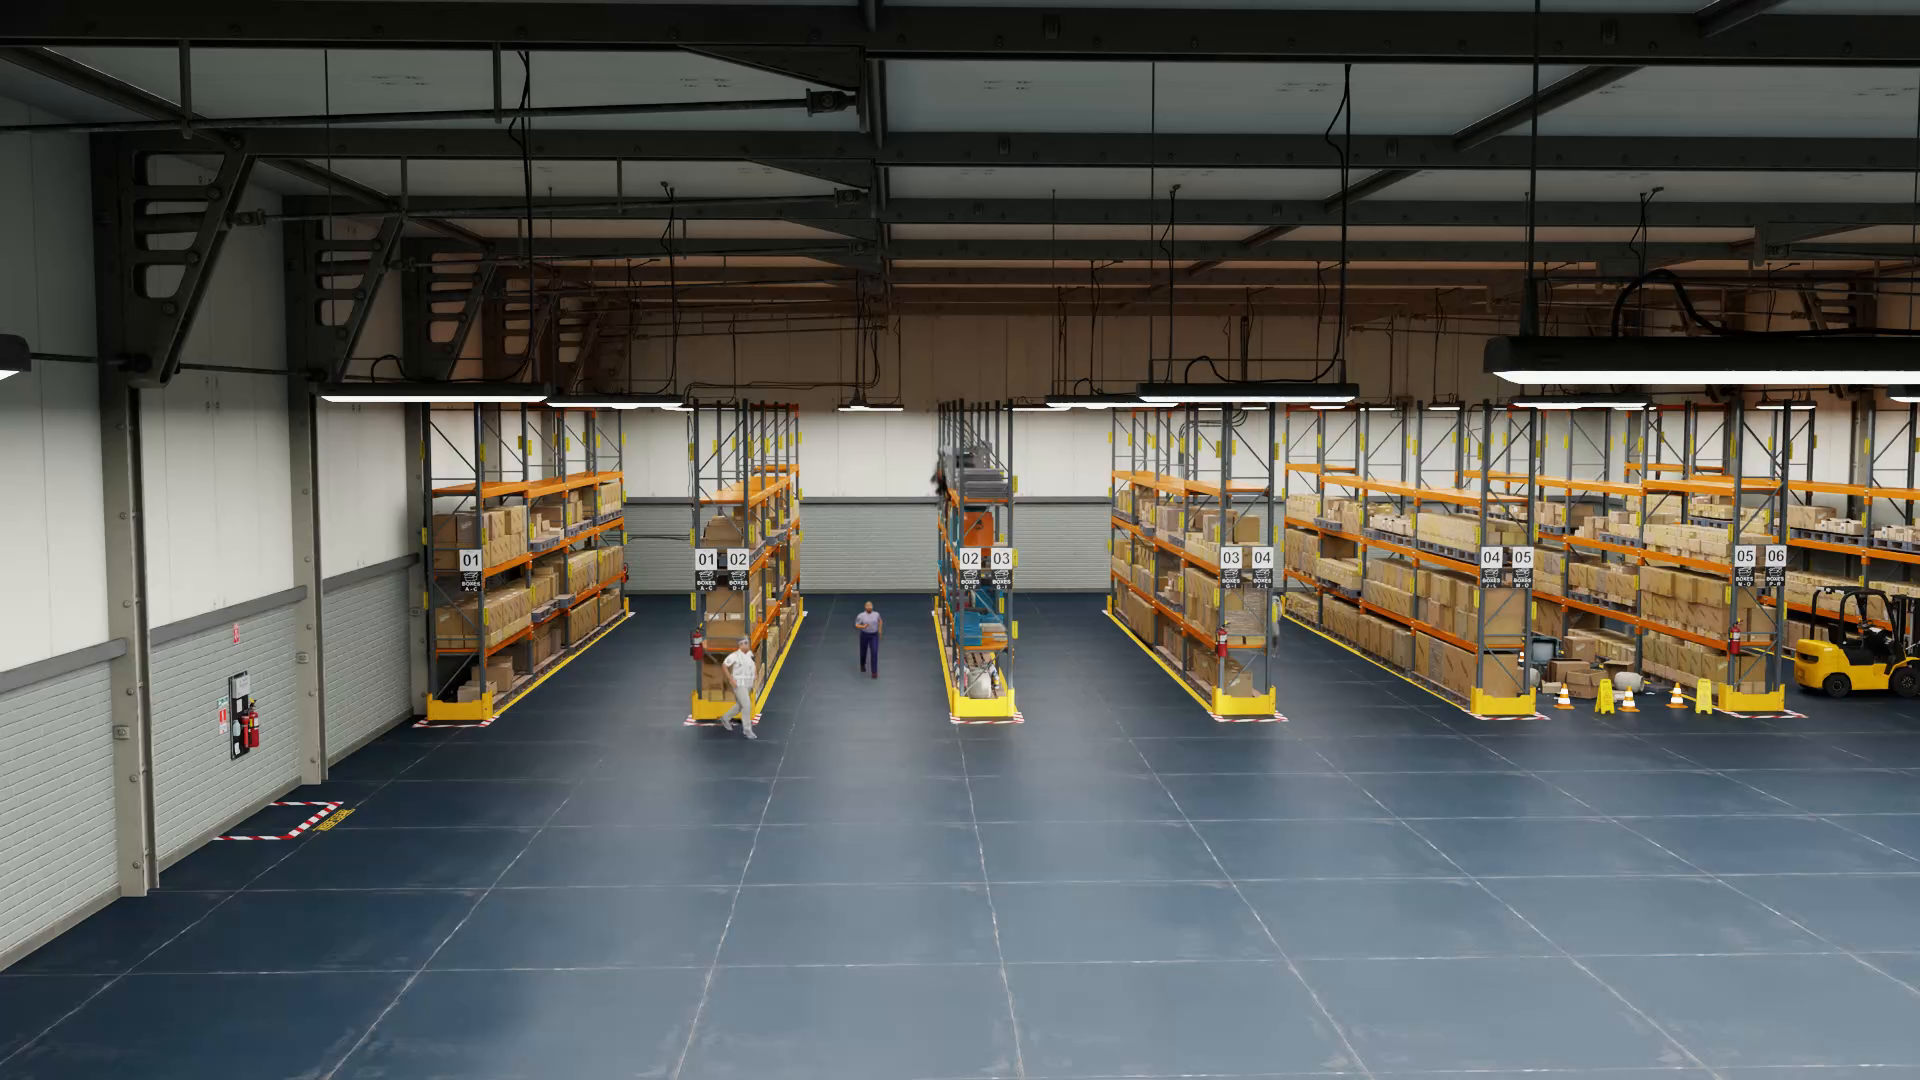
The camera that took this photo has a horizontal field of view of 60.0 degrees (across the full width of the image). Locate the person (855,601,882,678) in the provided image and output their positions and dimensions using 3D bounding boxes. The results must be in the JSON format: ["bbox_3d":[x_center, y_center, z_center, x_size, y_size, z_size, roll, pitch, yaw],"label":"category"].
[{"bbox_3d":[-1.976,2.138,36.189,0.607,1.632,0.931,-1,4,-9],"label":"person"}]

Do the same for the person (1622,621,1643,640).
[{"bbox_3d":[16.704,1.748,41.228,0.549,1.714,0.728,-1,4,-8],"label":"person"}]

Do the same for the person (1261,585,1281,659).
[{"bbox_3d":[7.296,1.906,39.123,0.626,1.758,0.768,-1,4,-7],"label":"person"}]

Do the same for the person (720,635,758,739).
[{"bbox_3d":[-3.906,2.587,29.617,0.885,1.815,0.674,2,5,27],"label":"person"}]
